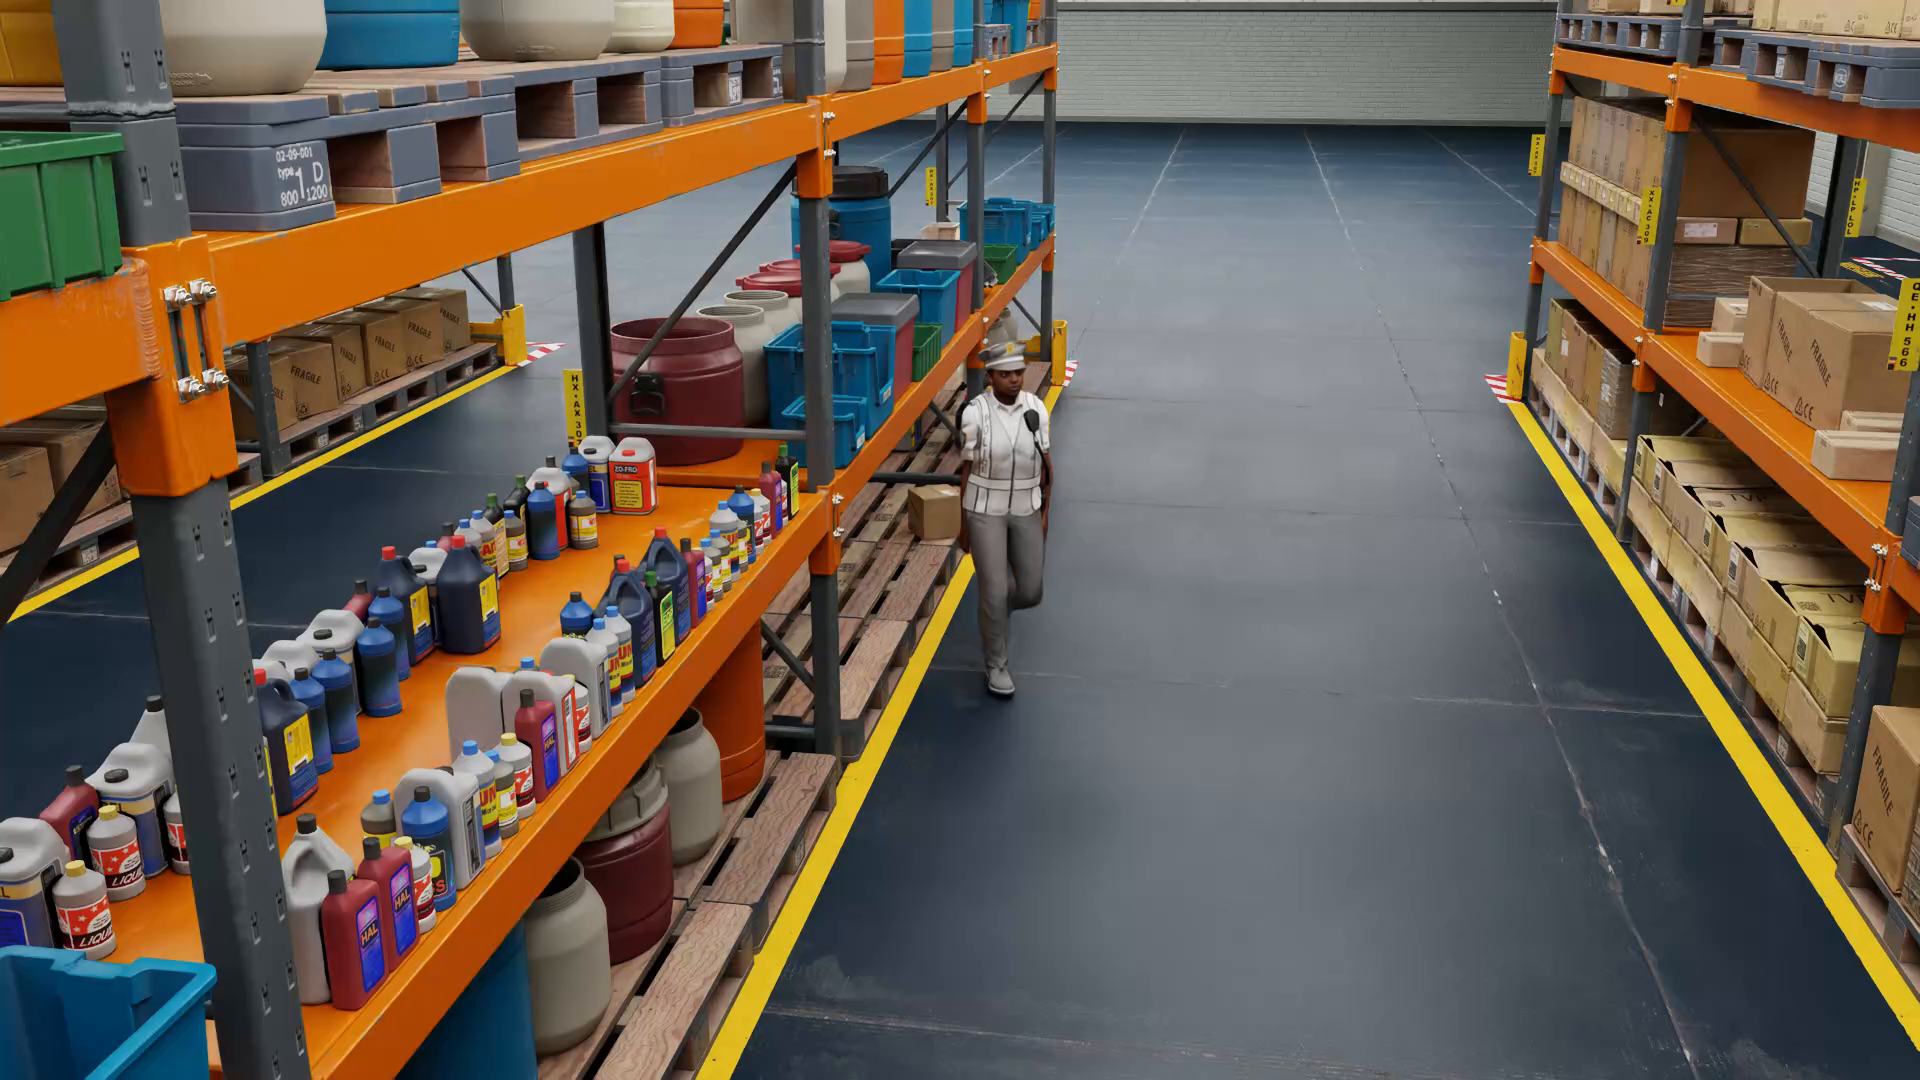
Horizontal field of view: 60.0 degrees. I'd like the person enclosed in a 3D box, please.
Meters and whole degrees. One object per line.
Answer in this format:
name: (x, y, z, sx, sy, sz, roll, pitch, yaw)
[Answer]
person: (0.208, -0.149, 7.935, 0.457, 1.669, 0.632, -5, 19, -14)
